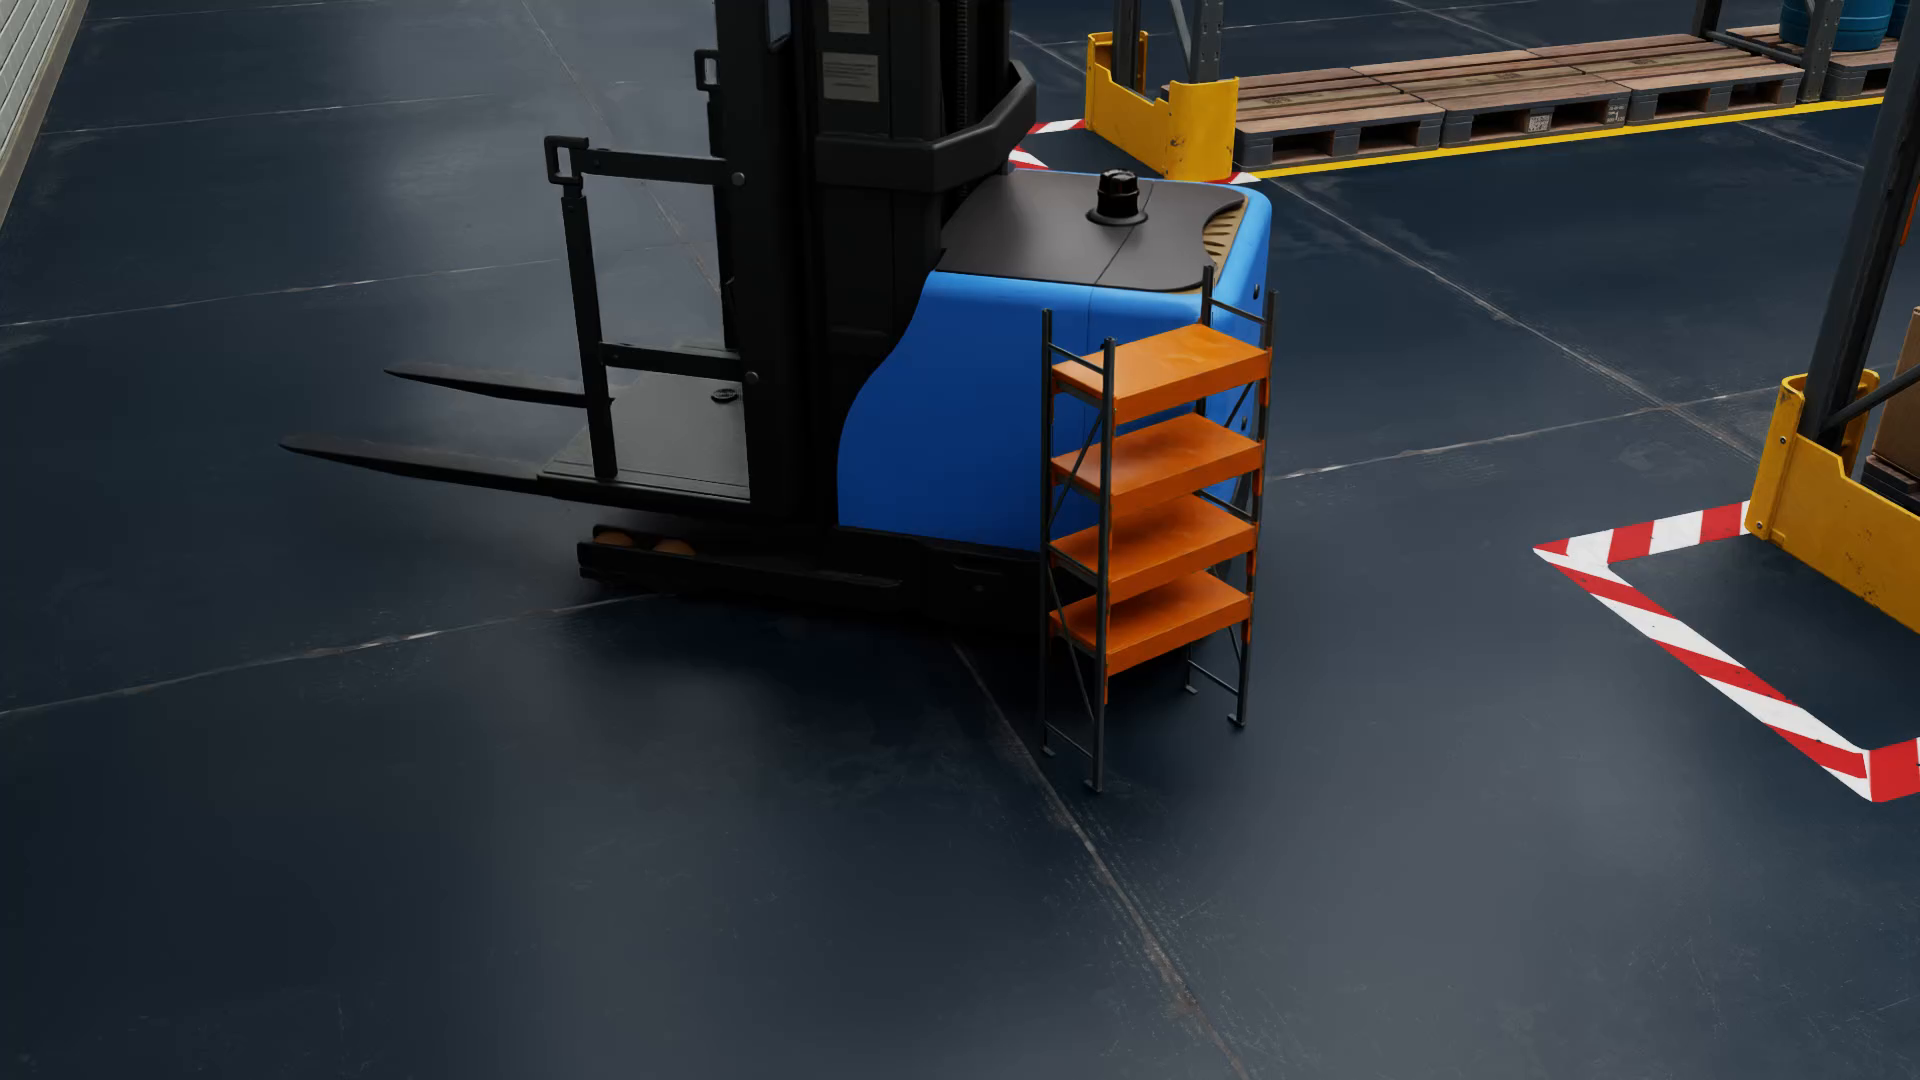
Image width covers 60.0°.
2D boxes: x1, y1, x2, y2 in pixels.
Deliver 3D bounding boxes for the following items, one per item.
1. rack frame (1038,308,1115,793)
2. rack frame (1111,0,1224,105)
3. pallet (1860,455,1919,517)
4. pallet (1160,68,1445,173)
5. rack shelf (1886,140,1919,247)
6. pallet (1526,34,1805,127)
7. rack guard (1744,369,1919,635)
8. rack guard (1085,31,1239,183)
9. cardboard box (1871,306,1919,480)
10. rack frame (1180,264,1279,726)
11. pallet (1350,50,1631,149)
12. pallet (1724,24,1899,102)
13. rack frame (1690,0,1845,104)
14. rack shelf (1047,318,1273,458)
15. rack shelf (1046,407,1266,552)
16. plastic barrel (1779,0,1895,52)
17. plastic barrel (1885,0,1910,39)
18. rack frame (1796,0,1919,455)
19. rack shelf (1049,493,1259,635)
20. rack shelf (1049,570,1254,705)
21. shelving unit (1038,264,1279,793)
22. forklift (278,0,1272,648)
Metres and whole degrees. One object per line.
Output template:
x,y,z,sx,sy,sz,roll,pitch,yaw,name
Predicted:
0.268,0.054,3.936,0.015,1.200,0.240,-19,33,-30,rack frame
1.062,-3.403,8.194,0.127,3.000,1.000,-10,31,-18,rack frame
3.604,-0.044,5.114,1.213,0.211,1.003,-10,31,-18,pallet
1.848,-2.316,9.102,1.213,0.211,1.003,-10,31,-18,pallet
4.660,-1.137,4.943,4.000,0.370,1.077,-10,31,-18,rack shelf
4.135,-2.737,9.841,1.213,0.211,1.003,-10,31,-18,pallet
2.857,-0.032,4.800,0.348,0.500,1.175,-10,31,-18,rack guard
1.044,-2.307,8.794,0.348,0.500,1.175,-10,31,-18,rack guard
3.209,-0.418,5.034,0.500,0.500,0.500,-10,31,-18,cardboard box
0.667,-0.085,4.180,0.015,1.200,0.240,-19,33,-30,rack frame
2.990,-2.525,9.468,1.213,0.211,1.003,-10,31,-18,pallet
5.548,-2.996,10.296,1.213,0.211,1.003,-10,31,-18,pallet
4.811,-4.094,9.405,0.127,3.000,1.000,-10,31,-18,rack frame
0.461,-0.362,3.871,0.480,0.148,0.258,-19,33,-30,rack shelf
0.465,-0.153,3.984,0.480,0.148,0.258,-19,33,-30,rack shelf
5.327,-3.451,9.972,0.708,0.901,0.600,-10,31,-18,plastic barrel
5.990,-3.573,10.186,0.708,0.901,0.600,-10,31,-18,plastic barrel
2.786,-1.105,4.159,0.127,3.000,1.000,-10,31,-18,rack frame
0.469,0.043,4.090,0.480,0.148,0.258,-19,33,-30,rack shelf
0.472,0.218,4.184,0.480,0.148,0.258,-19,33,-30,rack shelf
0.468,-0.016,4.058,0.503,1.200,0.258,-19,33,-30,shelving unit
-0.645,-1.349,4.657,3.031,2.935,1.130,8,31,13,forklift
